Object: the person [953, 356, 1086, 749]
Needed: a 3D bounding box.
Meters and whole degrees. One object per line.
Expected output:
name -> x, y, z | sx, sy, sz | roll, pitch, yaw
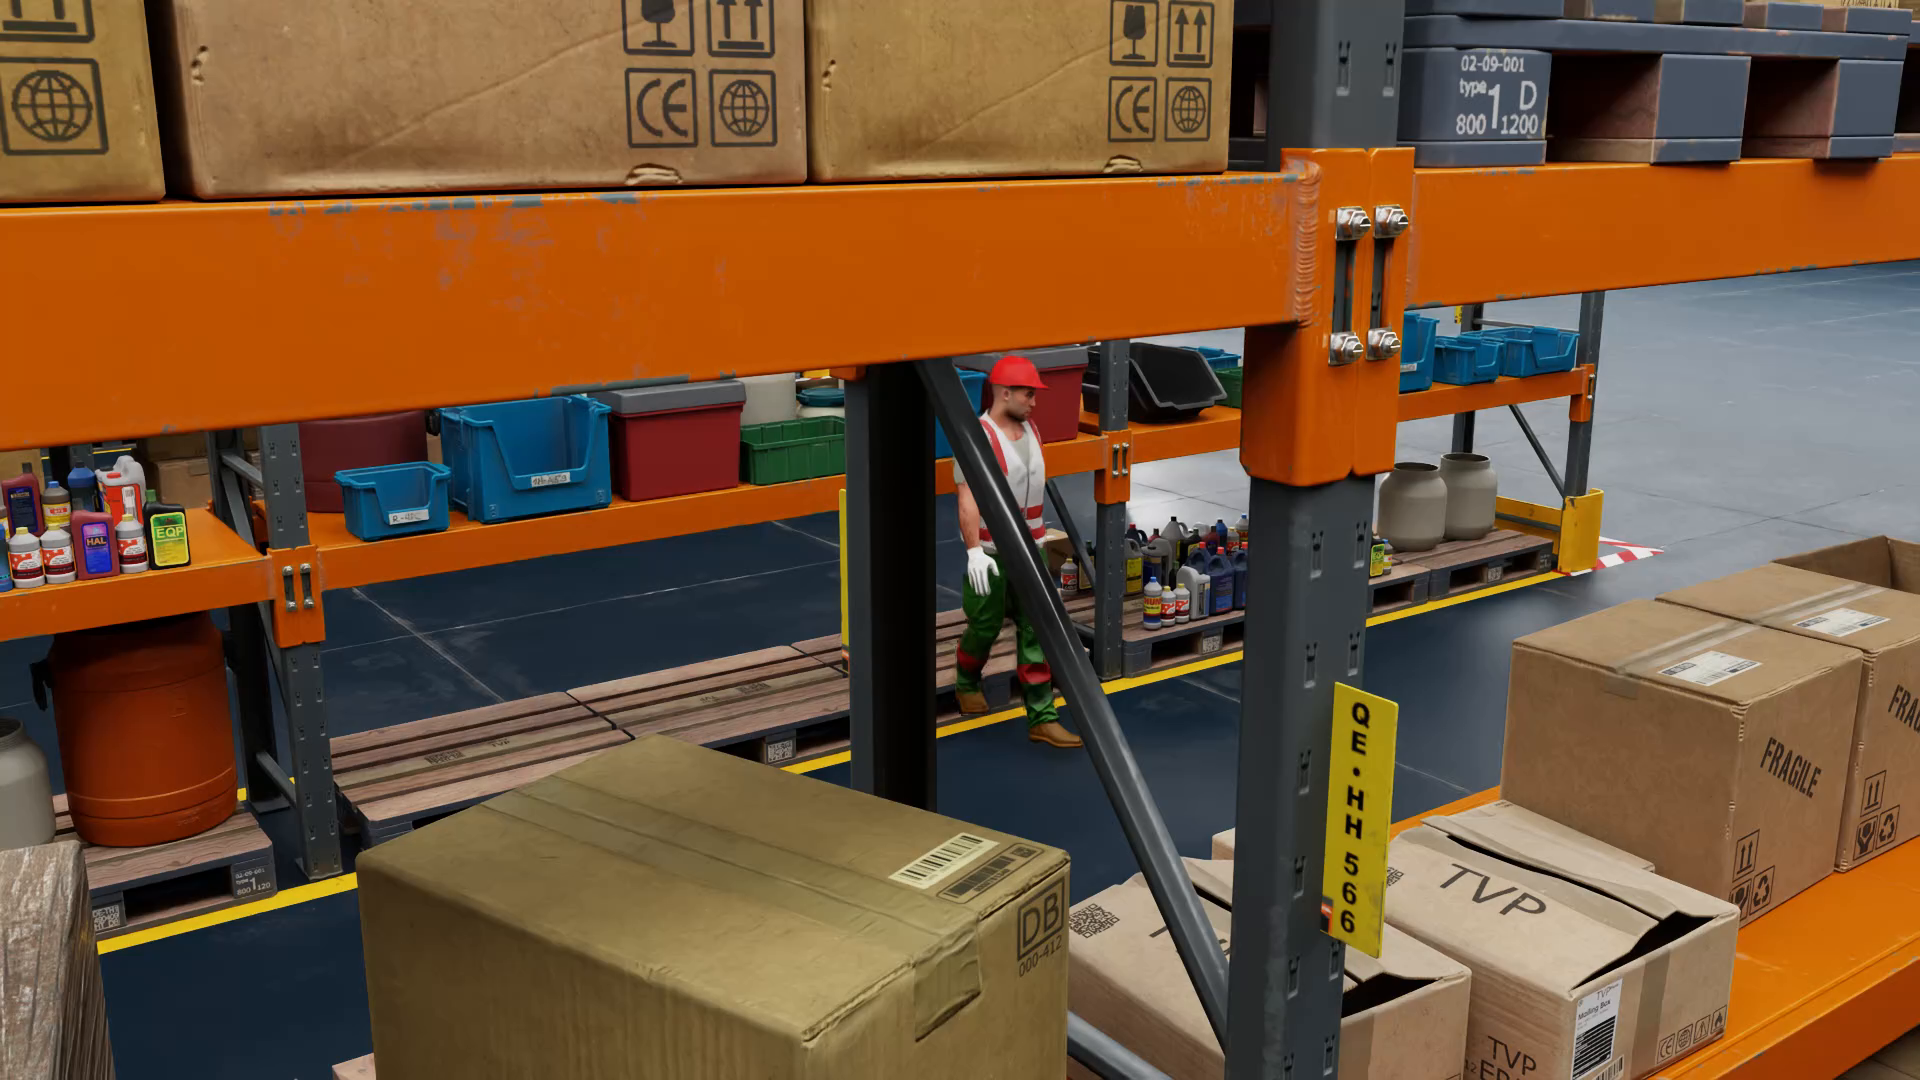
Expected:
person -> 0.230, 0.049, 7.571 | 0.630, 1.750, 0.842 | -10, 17, -33
